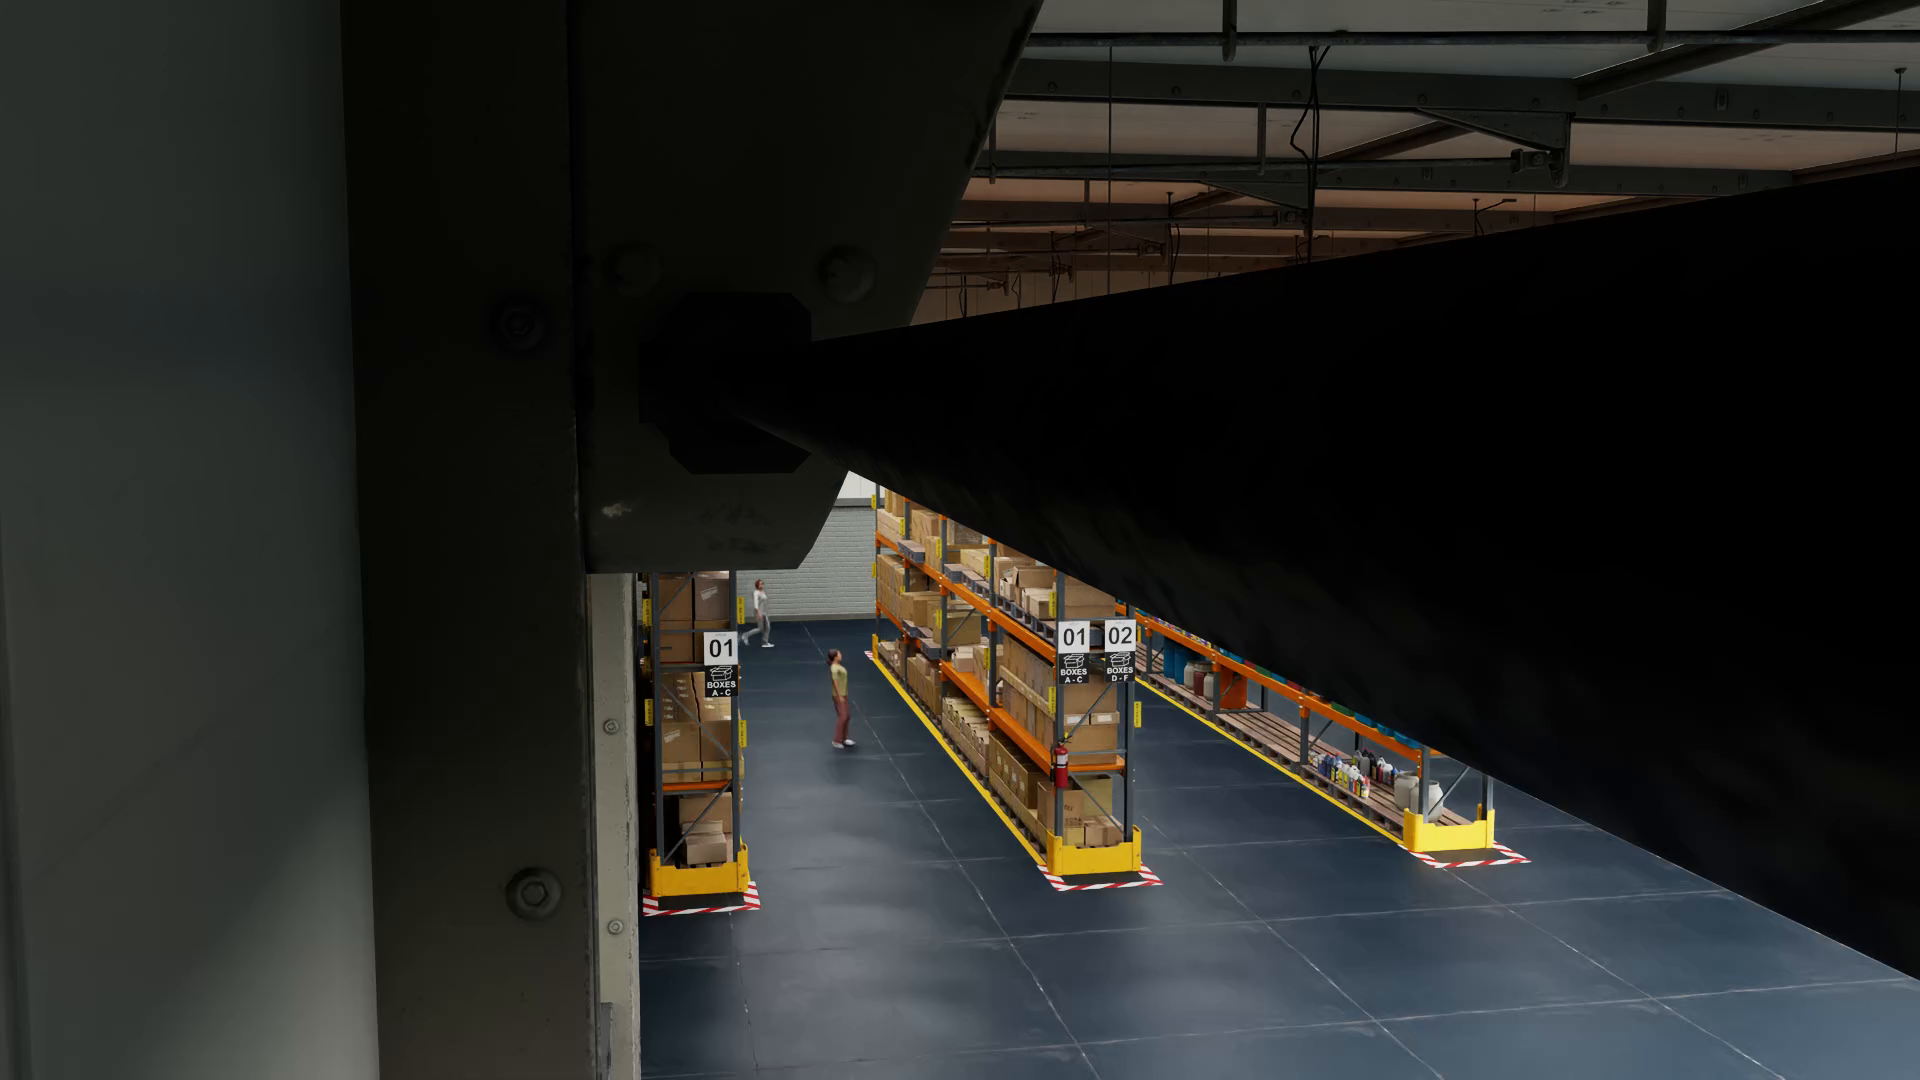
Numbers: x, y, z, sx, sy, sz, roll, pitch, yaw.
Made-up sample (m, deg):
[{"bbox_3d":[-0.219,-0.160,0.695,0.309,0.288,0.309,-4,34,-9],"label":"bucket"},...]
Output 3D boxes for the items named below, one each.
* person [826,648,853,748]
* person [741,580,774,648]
[{"bbox_3d":[-2.023,2.672,28.072,0.446,1.727,0.532,1,6,9],"label":"person"},{"bbox_3d":[-4.594,1.673,37.774,0.719,1.557,0.441,0,6,4],"label":"person"}]
